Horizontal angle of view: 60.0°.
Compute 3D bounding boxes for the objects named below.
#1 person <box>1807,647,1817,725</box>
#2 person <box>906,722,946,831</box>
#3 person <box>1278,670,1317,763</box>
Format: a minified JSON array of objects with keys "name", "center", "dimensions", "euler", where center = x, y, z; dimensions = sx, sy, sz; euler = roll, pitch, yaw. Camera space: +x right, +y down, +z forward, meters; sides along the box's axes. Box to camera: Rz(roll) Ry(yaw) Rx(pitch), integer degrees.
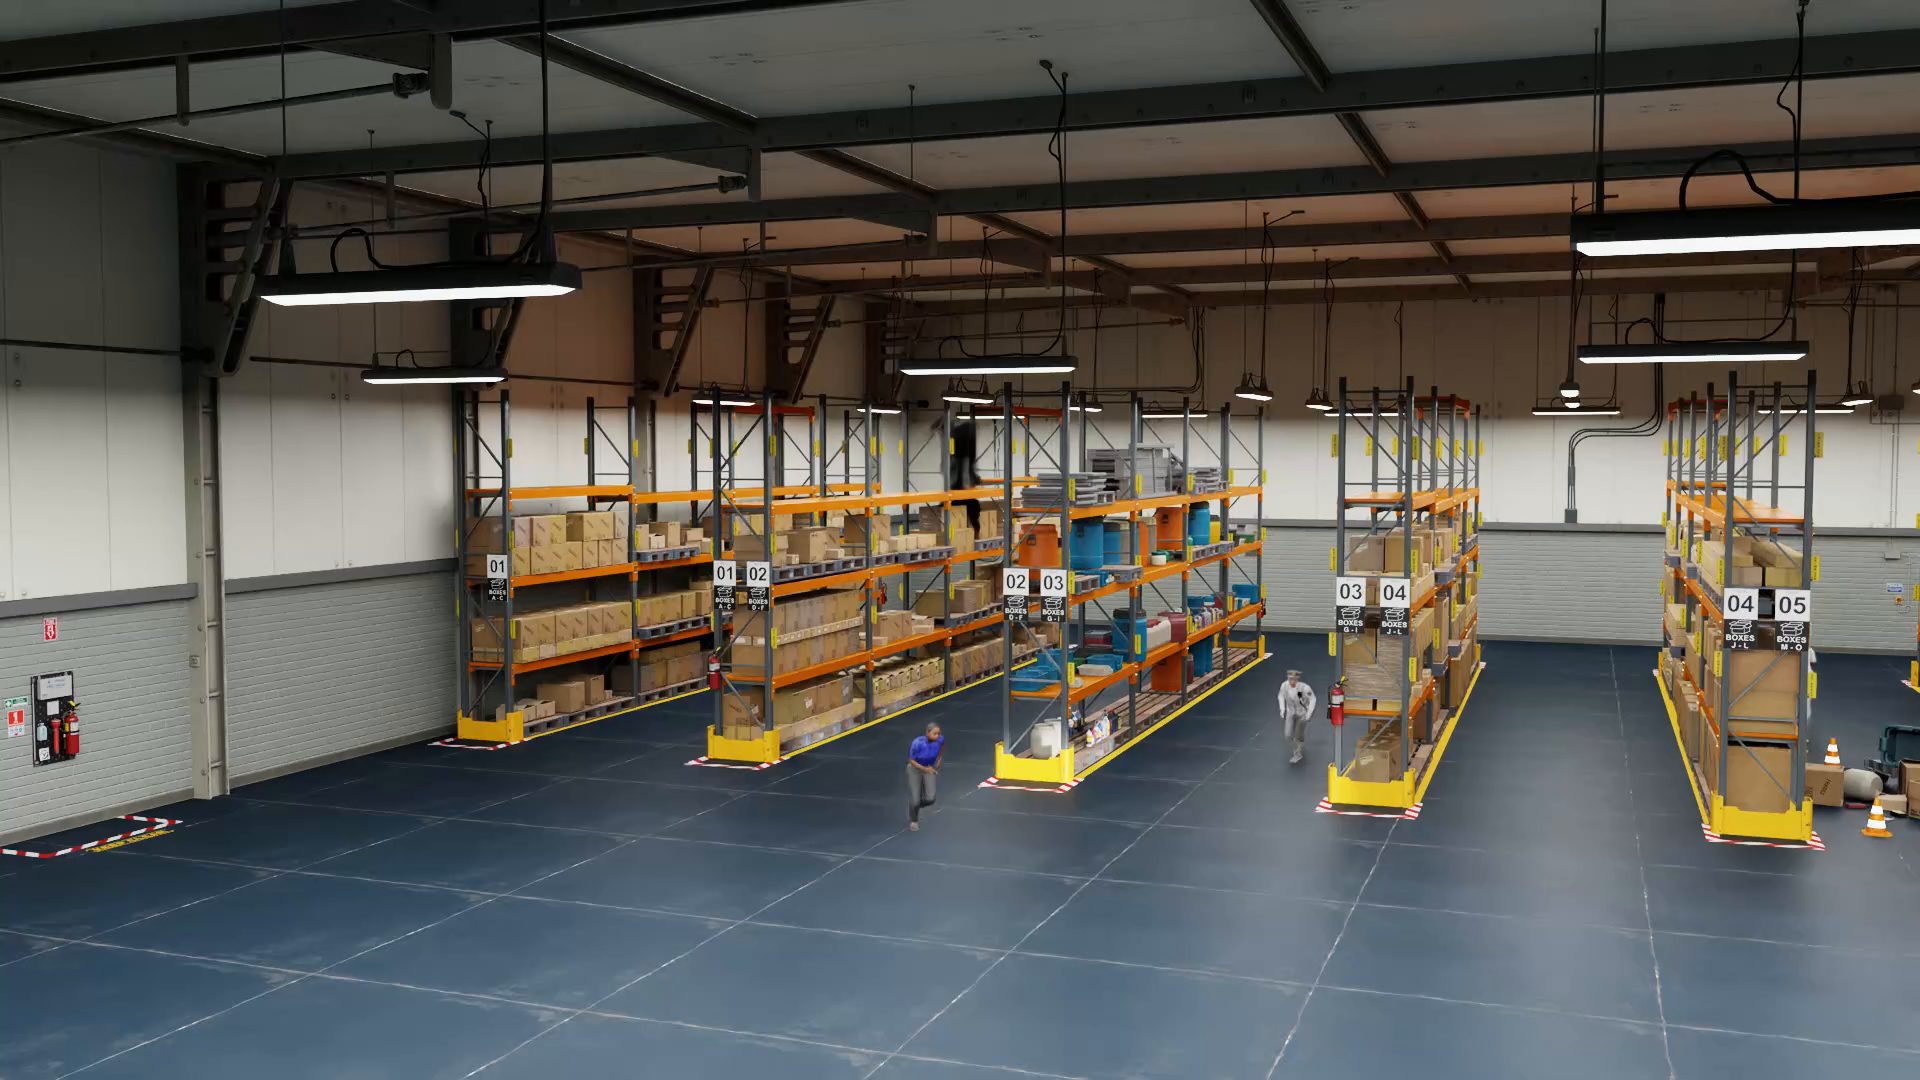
[{"name":"person","center":[15.115,2.498,29.946],"dimensions":[0.598,1.669,0.933],"euler":[1,3,16]},{"name":"person","center":[-0.416,3.076,21.708],"dimensions":[0.596,1.482,0.779],"euler":[-2,4,-29]},{"name":"person","center":[5.435,2.802,26.683],"dimensions":[0.626,1.511,0.964],"euler":[1,3,25]}]
